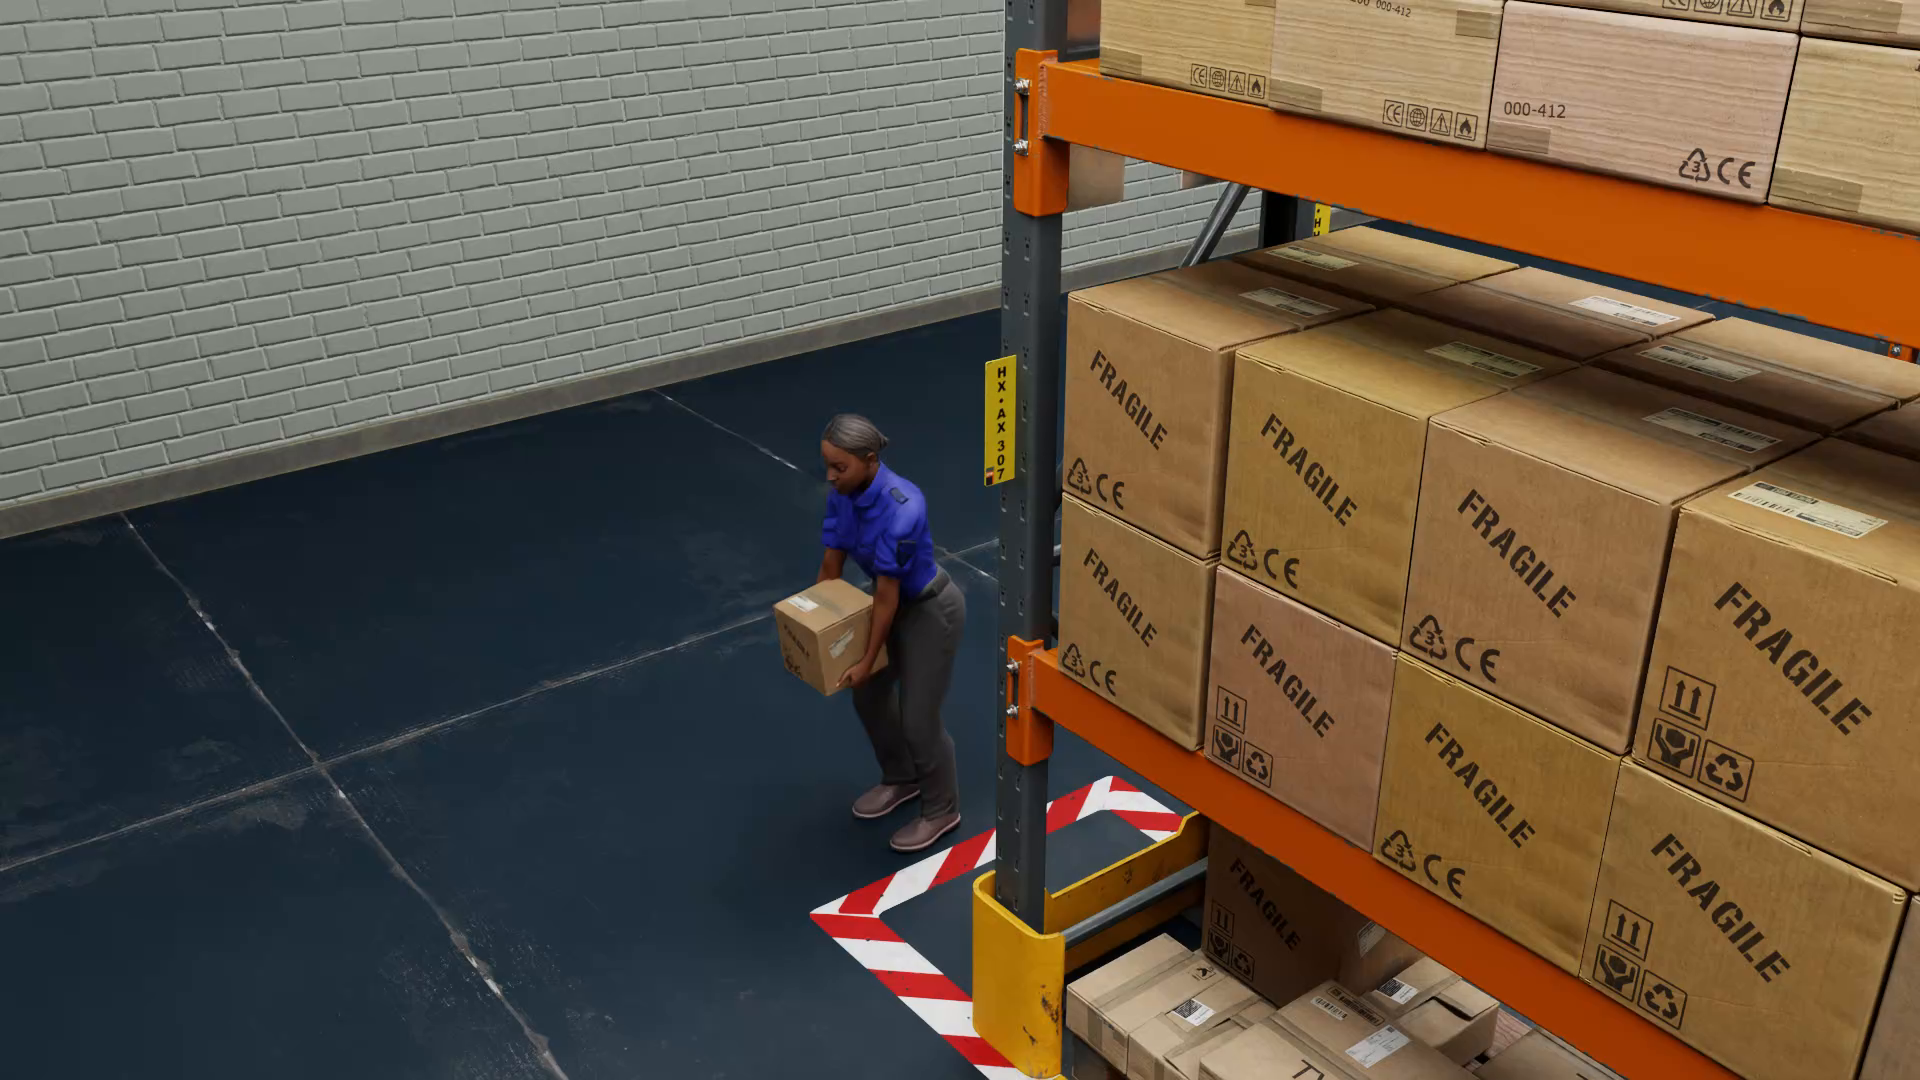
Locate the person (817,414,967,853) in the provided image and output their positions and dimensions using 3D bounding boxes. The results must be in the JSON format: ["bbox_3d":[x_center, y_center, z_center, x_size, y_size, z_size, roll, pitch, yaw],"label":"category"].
[{"bbox_3d":[-0.252,0.300,5.547,0.561,1.599,0.412,-19,31,-35],"label":"person"}]
